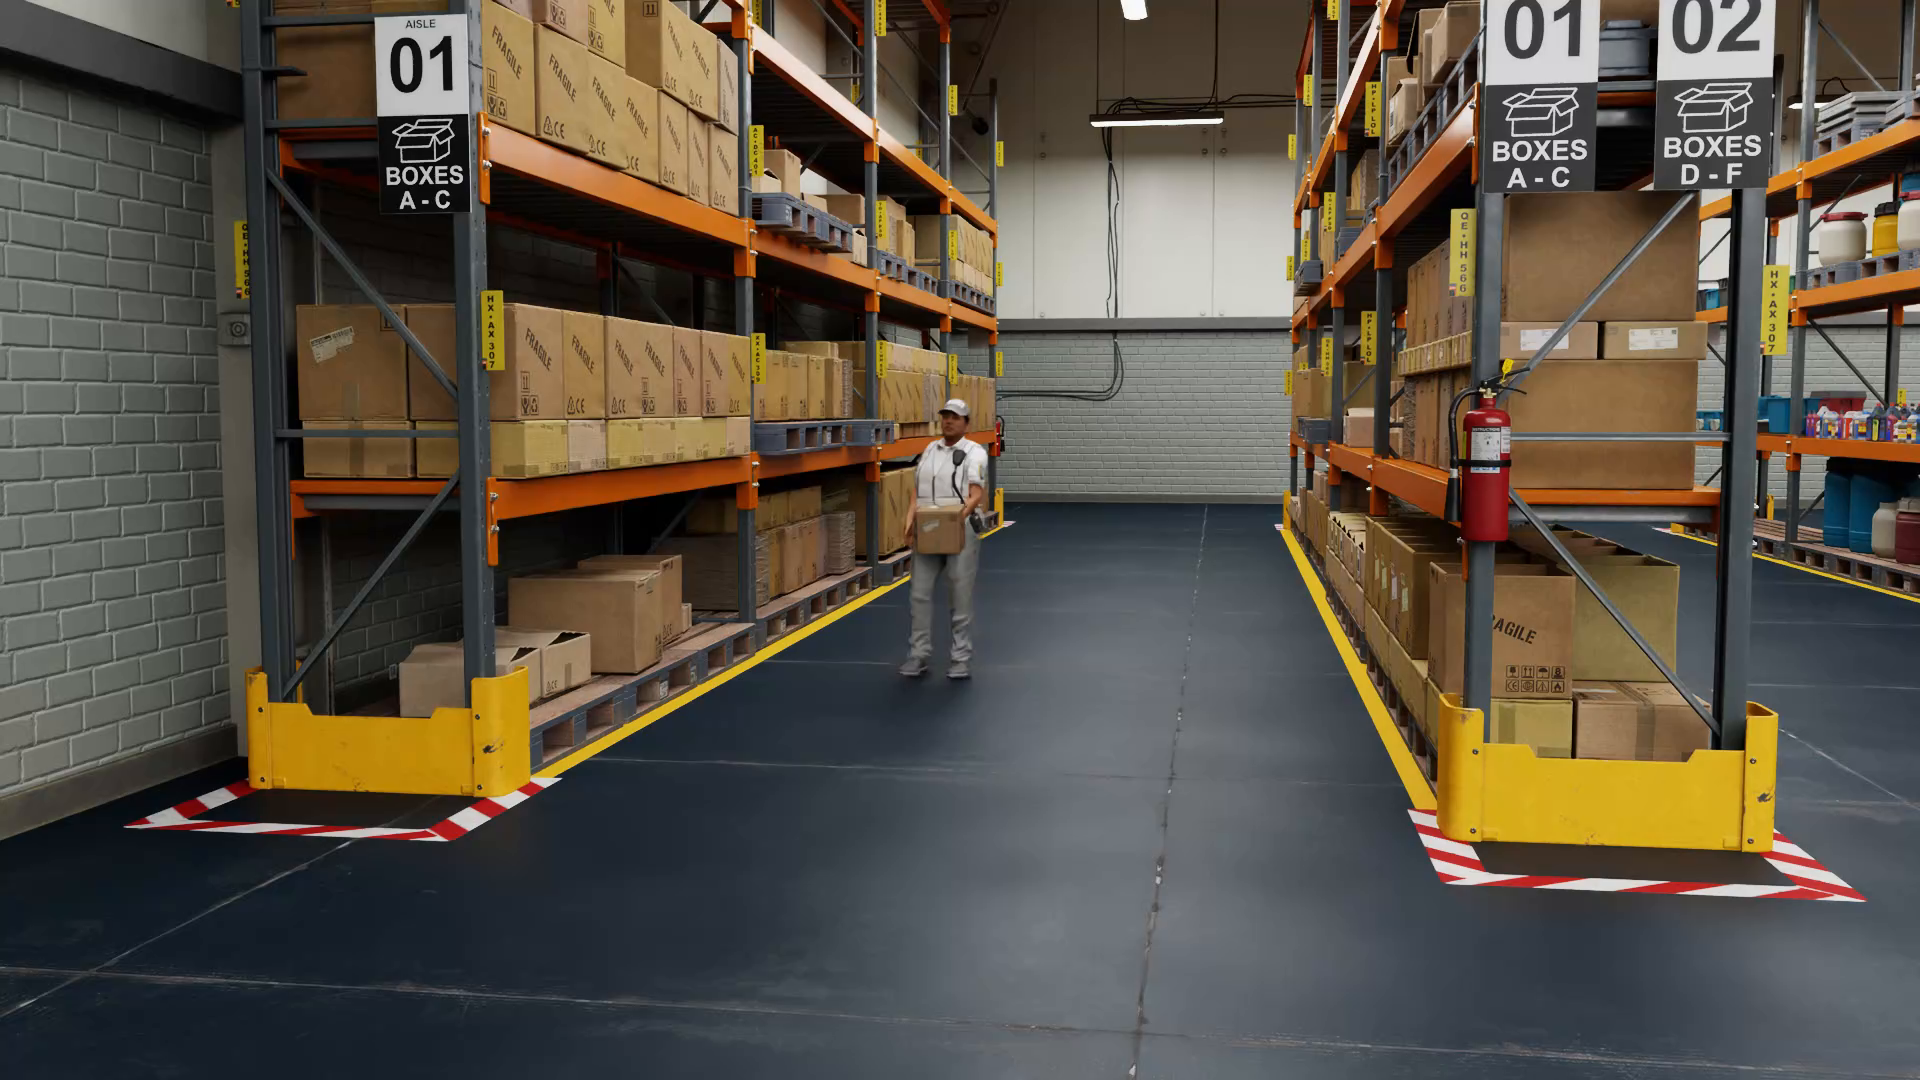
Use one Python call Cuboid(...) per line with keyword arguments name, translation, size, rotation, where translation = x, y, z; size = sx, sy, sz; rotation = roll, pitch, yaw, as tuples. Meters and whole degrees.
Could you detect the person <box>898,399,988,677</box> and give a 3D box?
Cuboid(name="person", translation=(-0.099, -0.015, 10.037), size=(0.486, 1.670, 0.497), rotation=(3, 5, 30))
